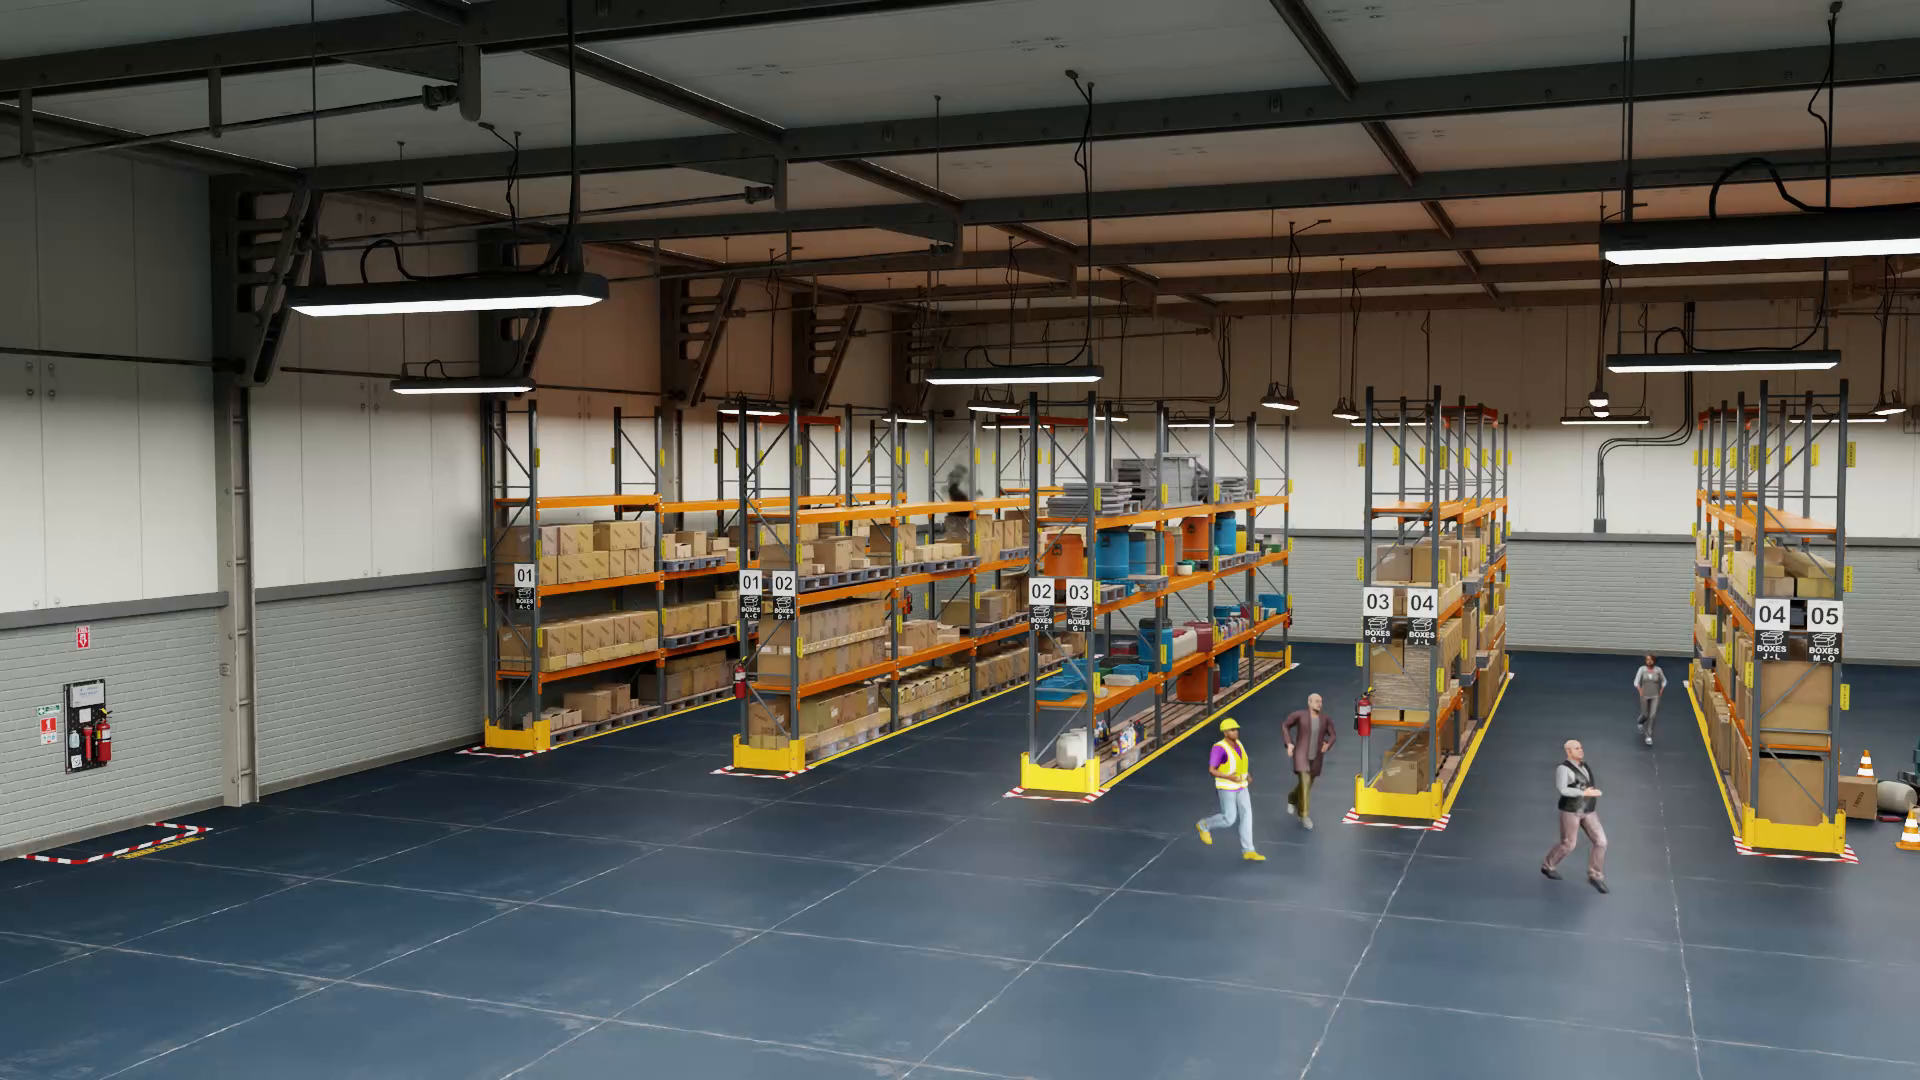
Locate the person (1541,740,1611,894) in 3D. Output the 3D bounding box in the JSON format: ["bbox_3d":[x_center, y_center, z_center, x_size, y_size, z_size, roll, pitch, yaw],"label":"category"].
[{"bbox_3d":[7.188,3.204,19.373,0.661,1.757,0.822,-2,3,-30],"label":"person"}]

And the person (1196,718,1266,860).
[{"bbox_3d":[3.414,3.100,20.806,0.714,1.735,0.993,-2,4,-41],"label":"person"}]

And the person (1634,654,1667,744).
[{"bbox_3d":[12.179,2.786,29.333,0.540,1.581,0.630,1,3,19],"label":"person"}]

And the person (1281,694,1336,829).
[{"bbox_3d":[4.812,3.007,22.883,0.711,1.766,0.912,-1,3,-13],"label":"person"}]
